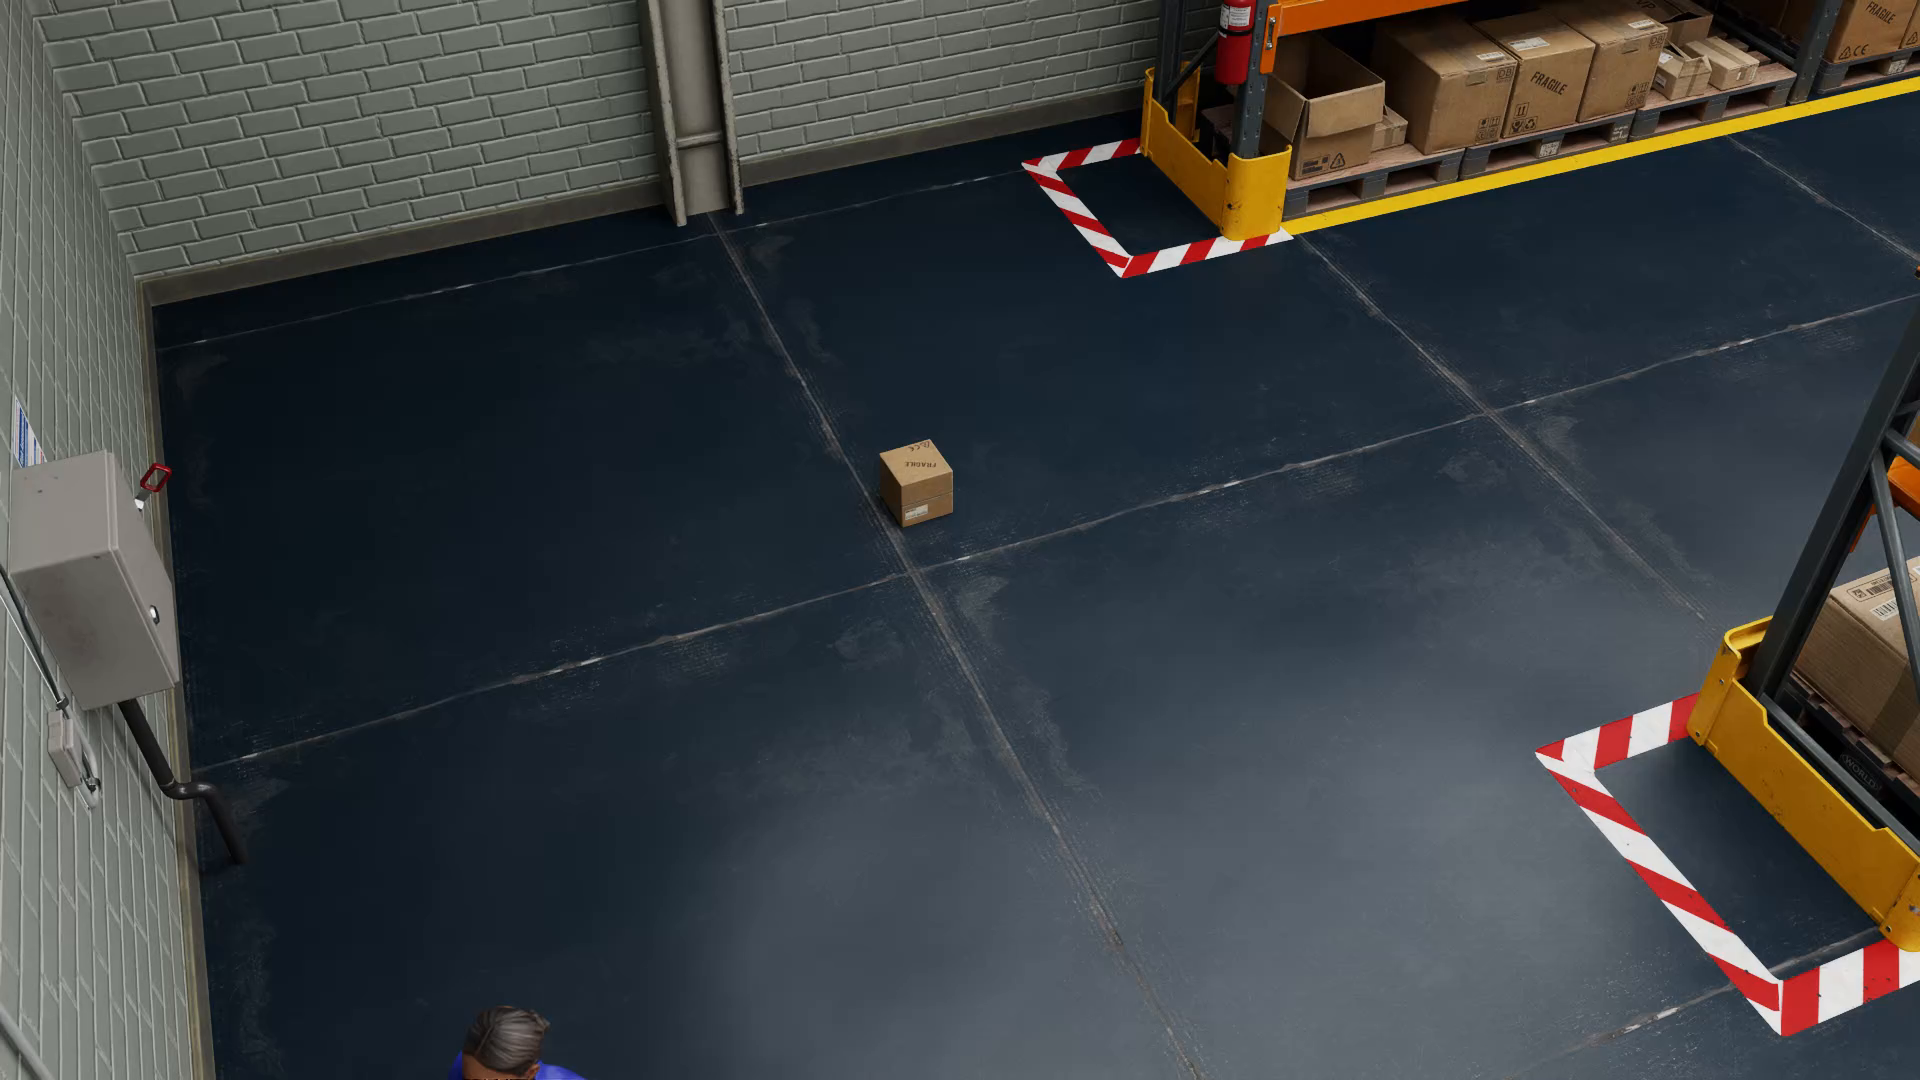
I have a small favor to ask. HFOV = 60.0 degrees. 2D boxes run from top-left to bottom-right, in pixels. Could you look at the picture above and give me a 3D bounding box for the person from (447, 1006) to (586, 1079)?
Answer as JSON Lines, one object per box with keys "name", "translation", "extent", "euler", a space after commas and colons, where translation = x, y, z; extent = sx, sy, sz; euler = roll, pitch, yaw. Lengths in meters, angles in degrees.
{"name": "person", "translation": [-1.064, 1.735, 4.237], "extent": [0.440, 1.646, 0.357], "euler": [12, 43, 13]}
